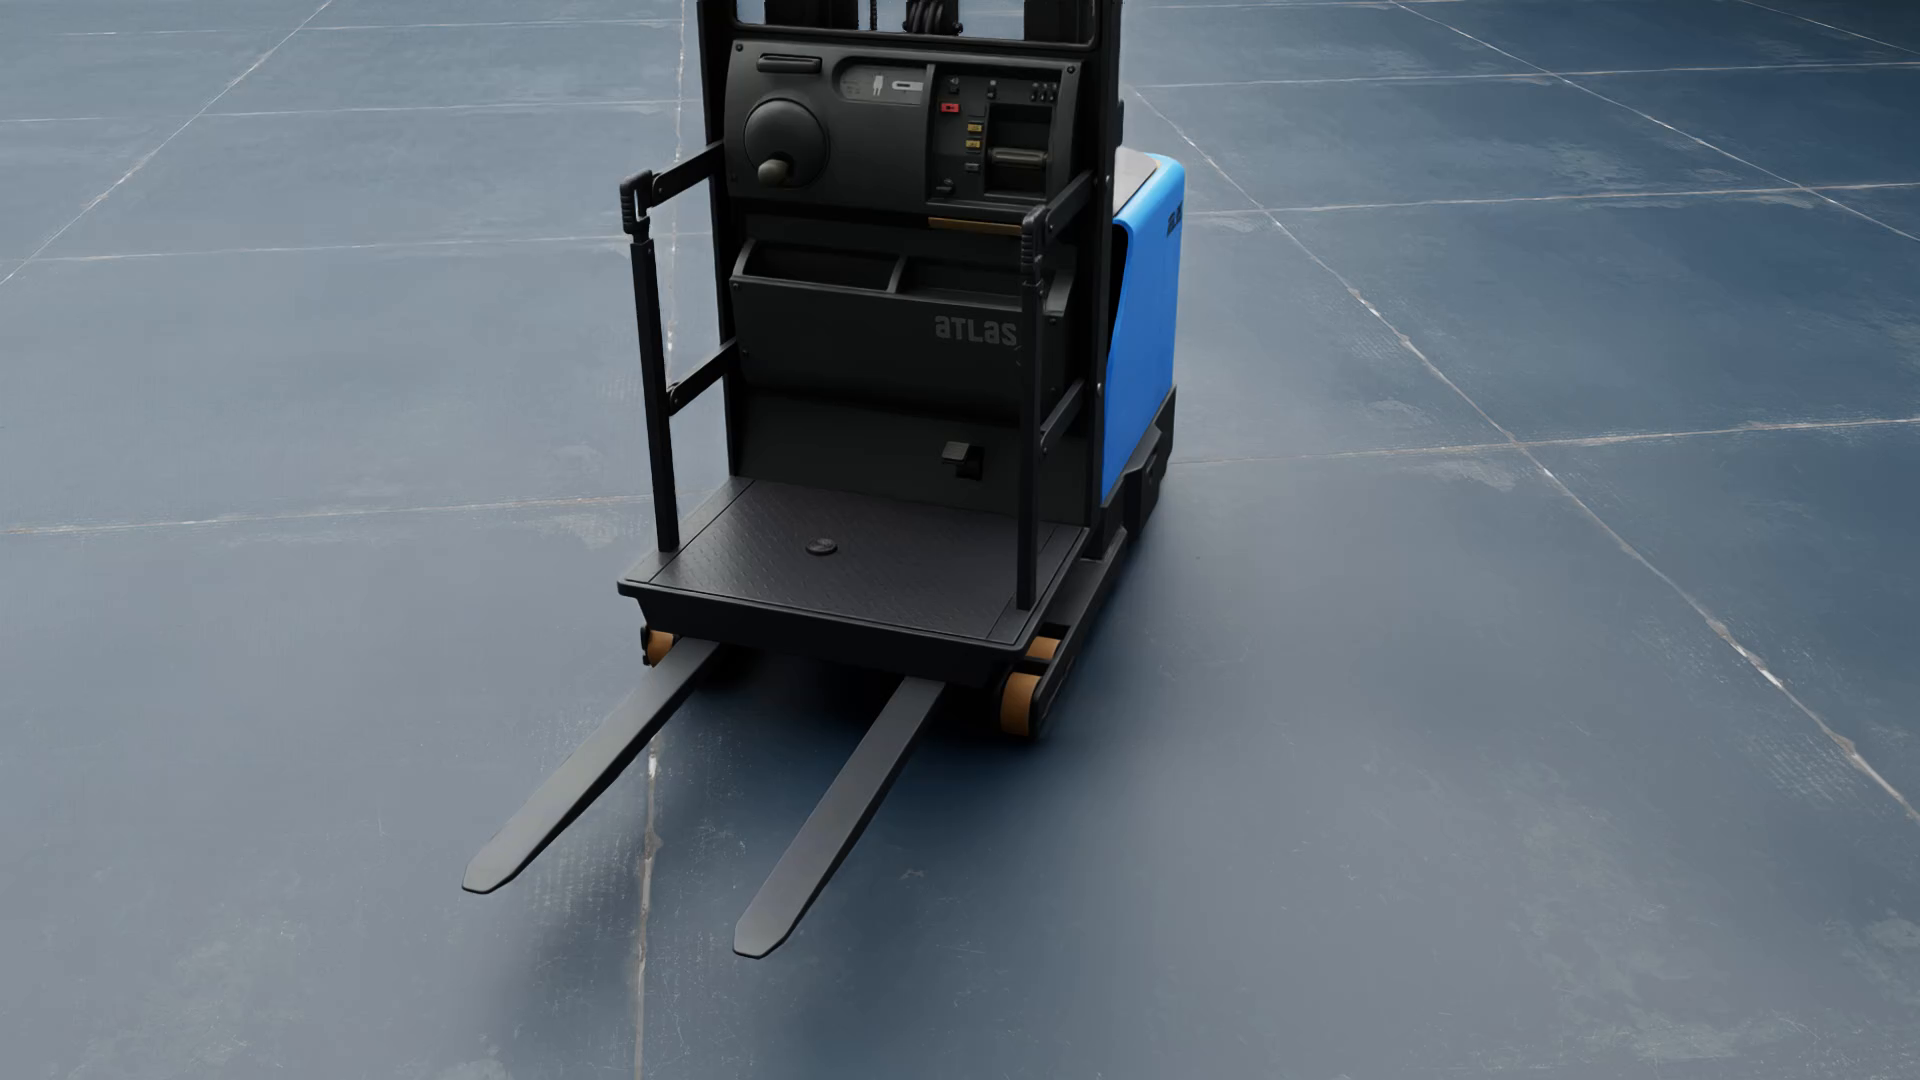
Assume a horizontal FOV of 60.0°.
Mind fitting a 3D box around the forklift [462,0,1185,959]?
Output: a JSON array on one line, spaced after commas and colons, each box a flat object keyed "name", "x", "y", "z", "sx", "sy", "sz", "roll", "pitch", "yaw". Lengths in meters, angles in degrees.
[{"name": "forklift", "x": -0.221, "y": -1.006, "z": 4.000, "sx": 1.130, "sy": 2.935, "sz": 3.031, "roll": 9, "pitch": 28, "yaw": 16}]
